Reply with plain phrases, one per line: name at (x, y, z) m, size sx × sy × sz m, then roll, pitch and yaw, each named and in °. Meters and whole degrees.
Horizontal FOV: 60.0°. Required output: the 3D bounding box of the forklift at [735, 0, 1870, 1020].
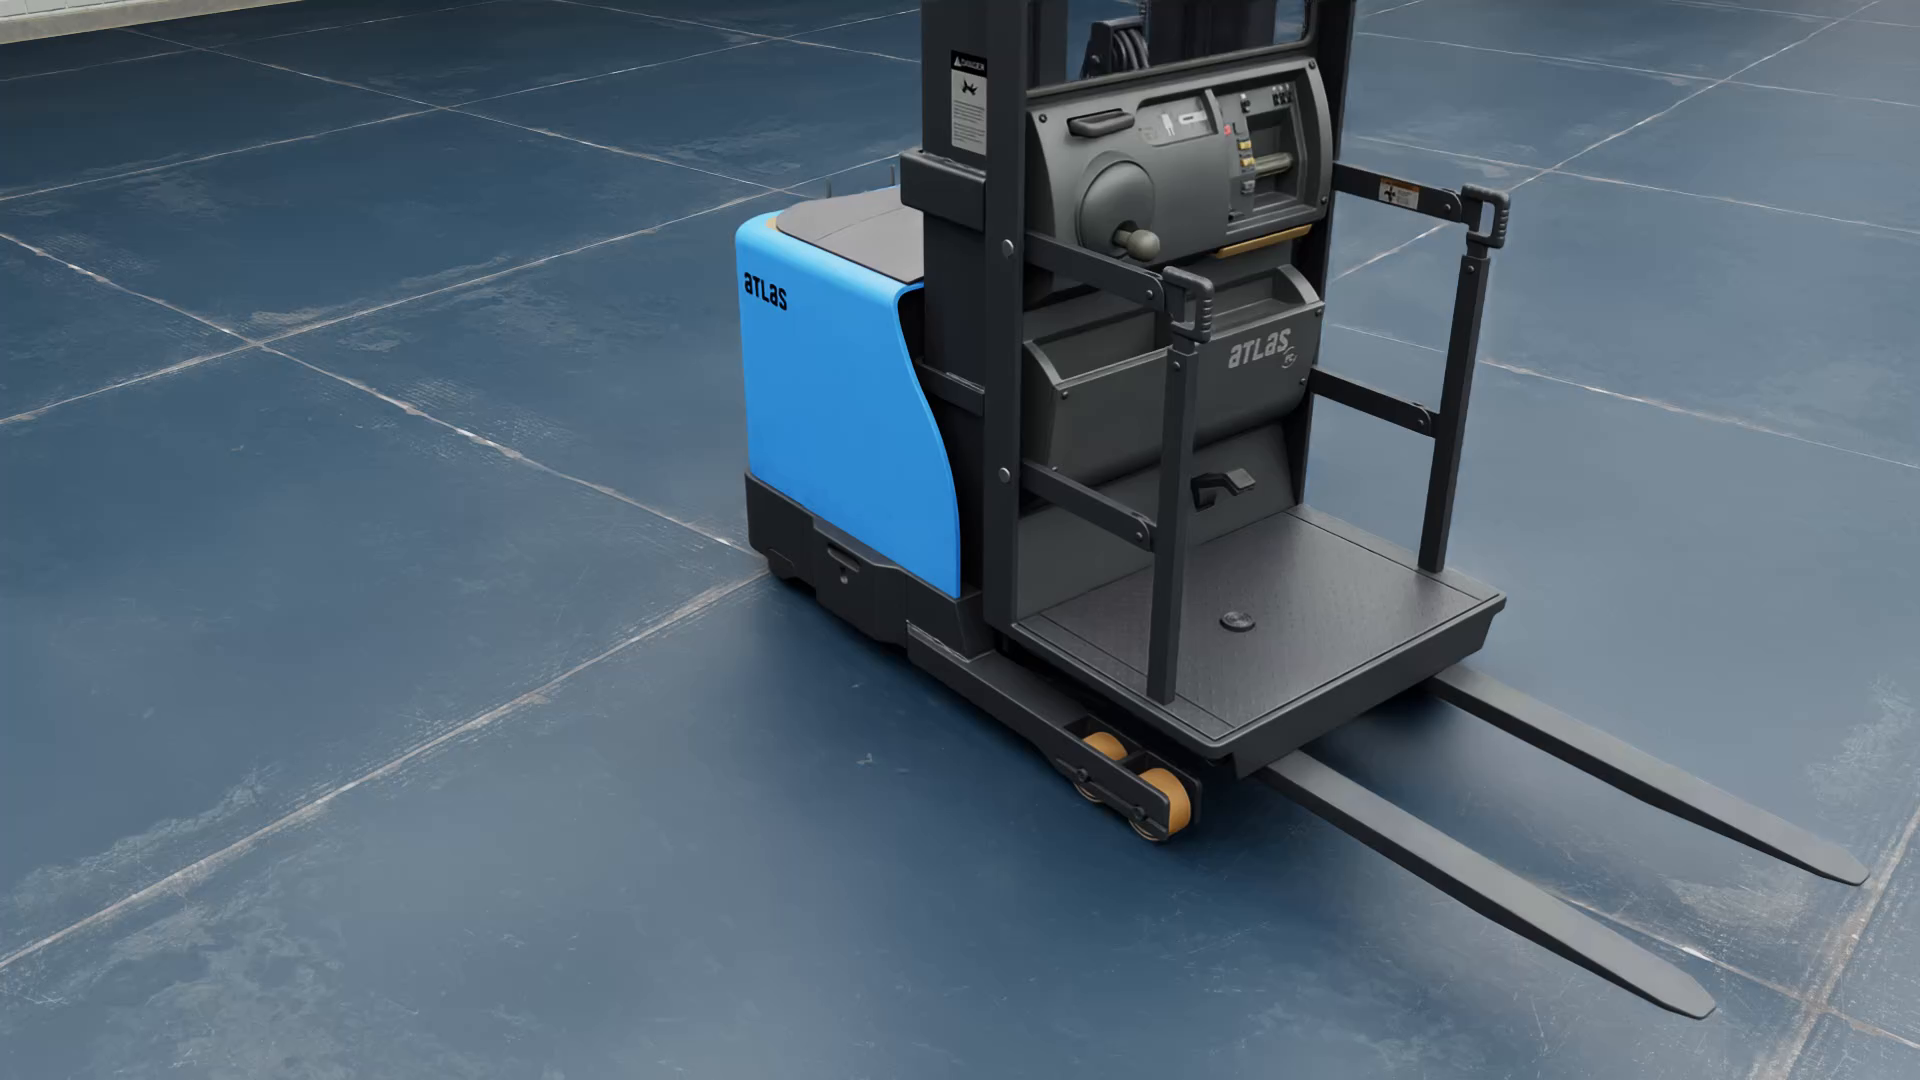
forklift at (0.671, -0.859, 3.721) m, size 1.130 × 2.935 × 3.031 m, roll -20°, pitch 34°, yaw -34°

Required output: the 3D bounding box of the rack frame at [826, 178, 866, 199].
rack frame at (-0.346, -0.614, 5.294) m, size 0.008 × 1.050 × 0.200 m, roll -20°, pitch 34°, yaw -34°

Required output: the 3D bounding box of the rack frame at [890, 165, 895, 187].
rack frame at (-0.157, -0.685, 5.430) m, size 0.008 × 1.050 × 0.200 m, roll -20°, pitch 34°, yaw -34°

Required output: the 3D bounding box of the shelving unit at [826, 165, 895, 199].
shelving unit at (-0.251, -0.649, 5.362) m, size 0.252 × 1.050 × 0.215 m, roll -20°, pitch 34°, yaw -34°
